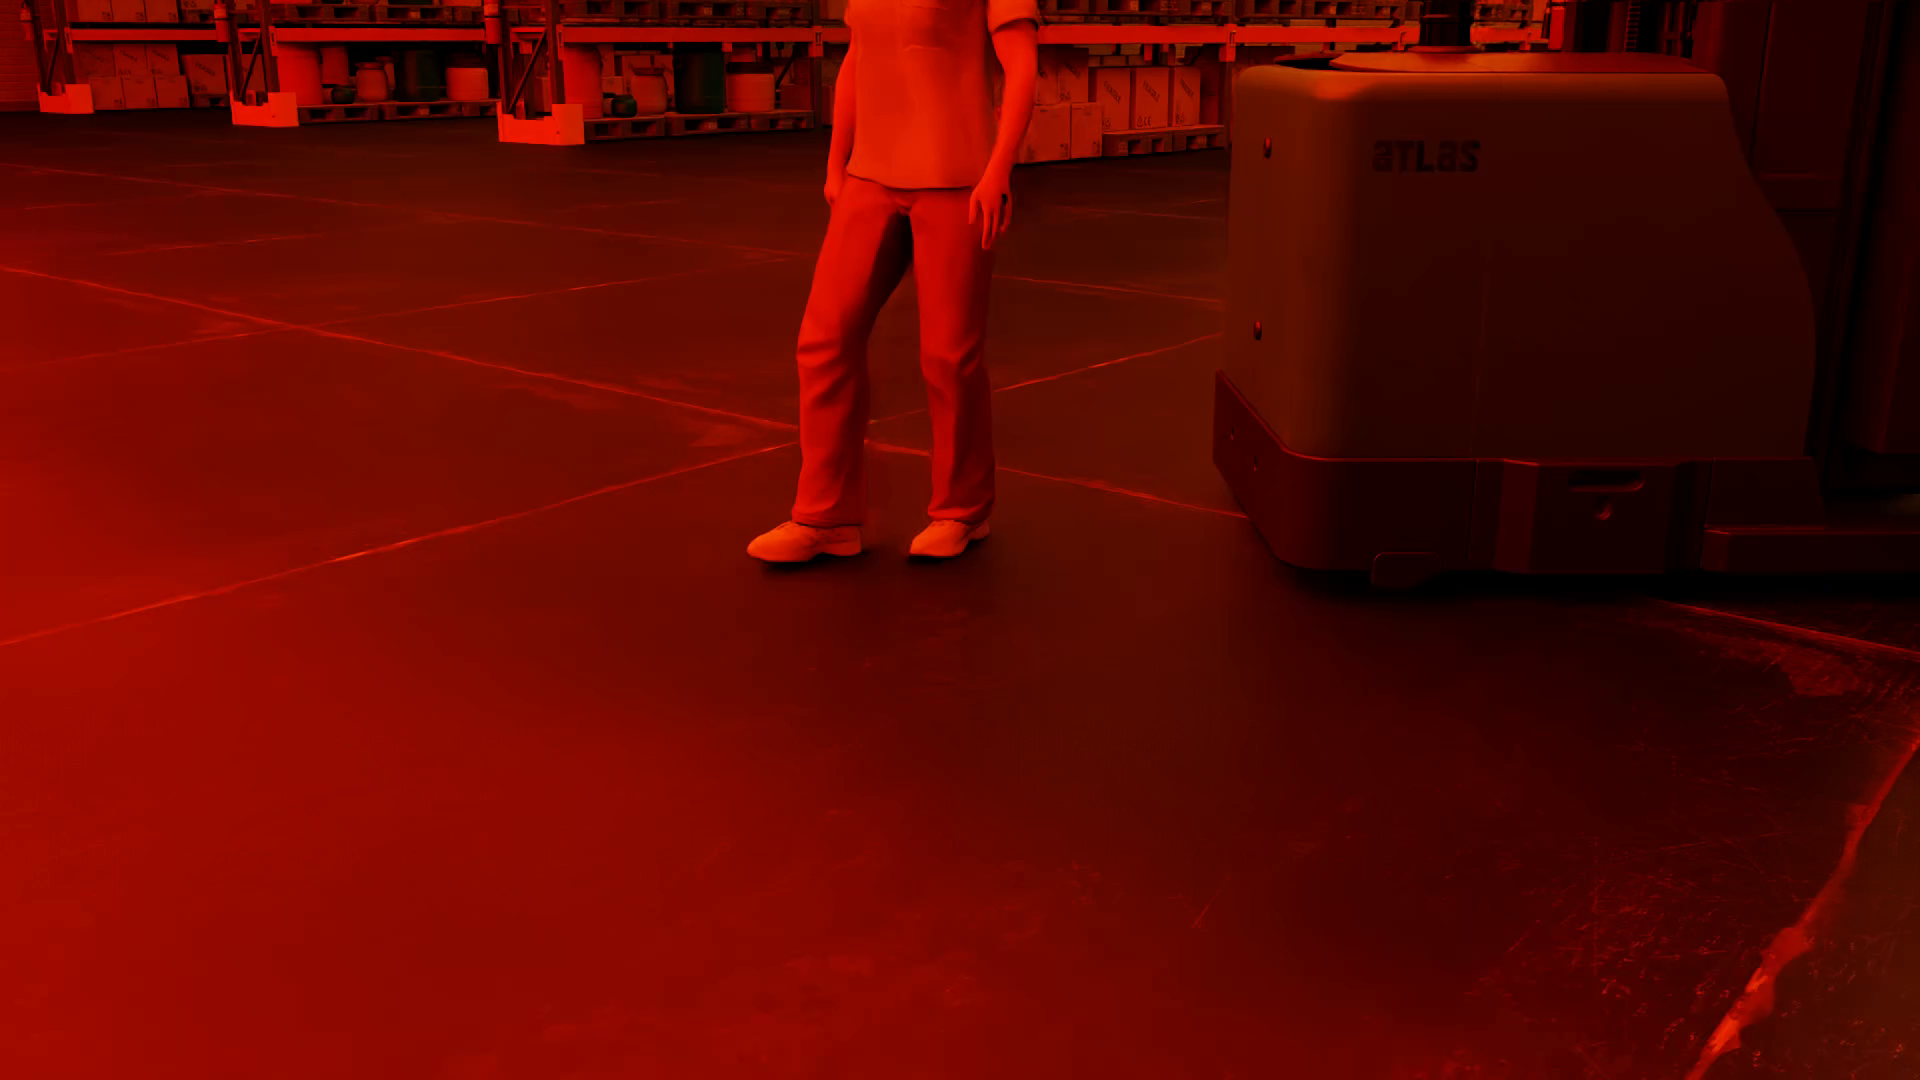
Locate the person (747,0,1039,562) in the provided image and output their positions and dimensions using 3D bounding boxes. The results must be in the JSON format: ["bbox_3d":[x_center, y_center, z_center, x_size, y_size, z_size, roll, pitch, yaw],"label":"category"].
[{"bbox_3d":[-0.121,-0.744,3.556,0.599,1.652,0.578,10,20,31],"label":"person"}]

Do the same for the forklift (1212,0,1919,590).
[{"bbox_3d":[2.187,-1.427,3.597,3.031,2.935,1.130,0,17,-1],"label":"forklift"}]
